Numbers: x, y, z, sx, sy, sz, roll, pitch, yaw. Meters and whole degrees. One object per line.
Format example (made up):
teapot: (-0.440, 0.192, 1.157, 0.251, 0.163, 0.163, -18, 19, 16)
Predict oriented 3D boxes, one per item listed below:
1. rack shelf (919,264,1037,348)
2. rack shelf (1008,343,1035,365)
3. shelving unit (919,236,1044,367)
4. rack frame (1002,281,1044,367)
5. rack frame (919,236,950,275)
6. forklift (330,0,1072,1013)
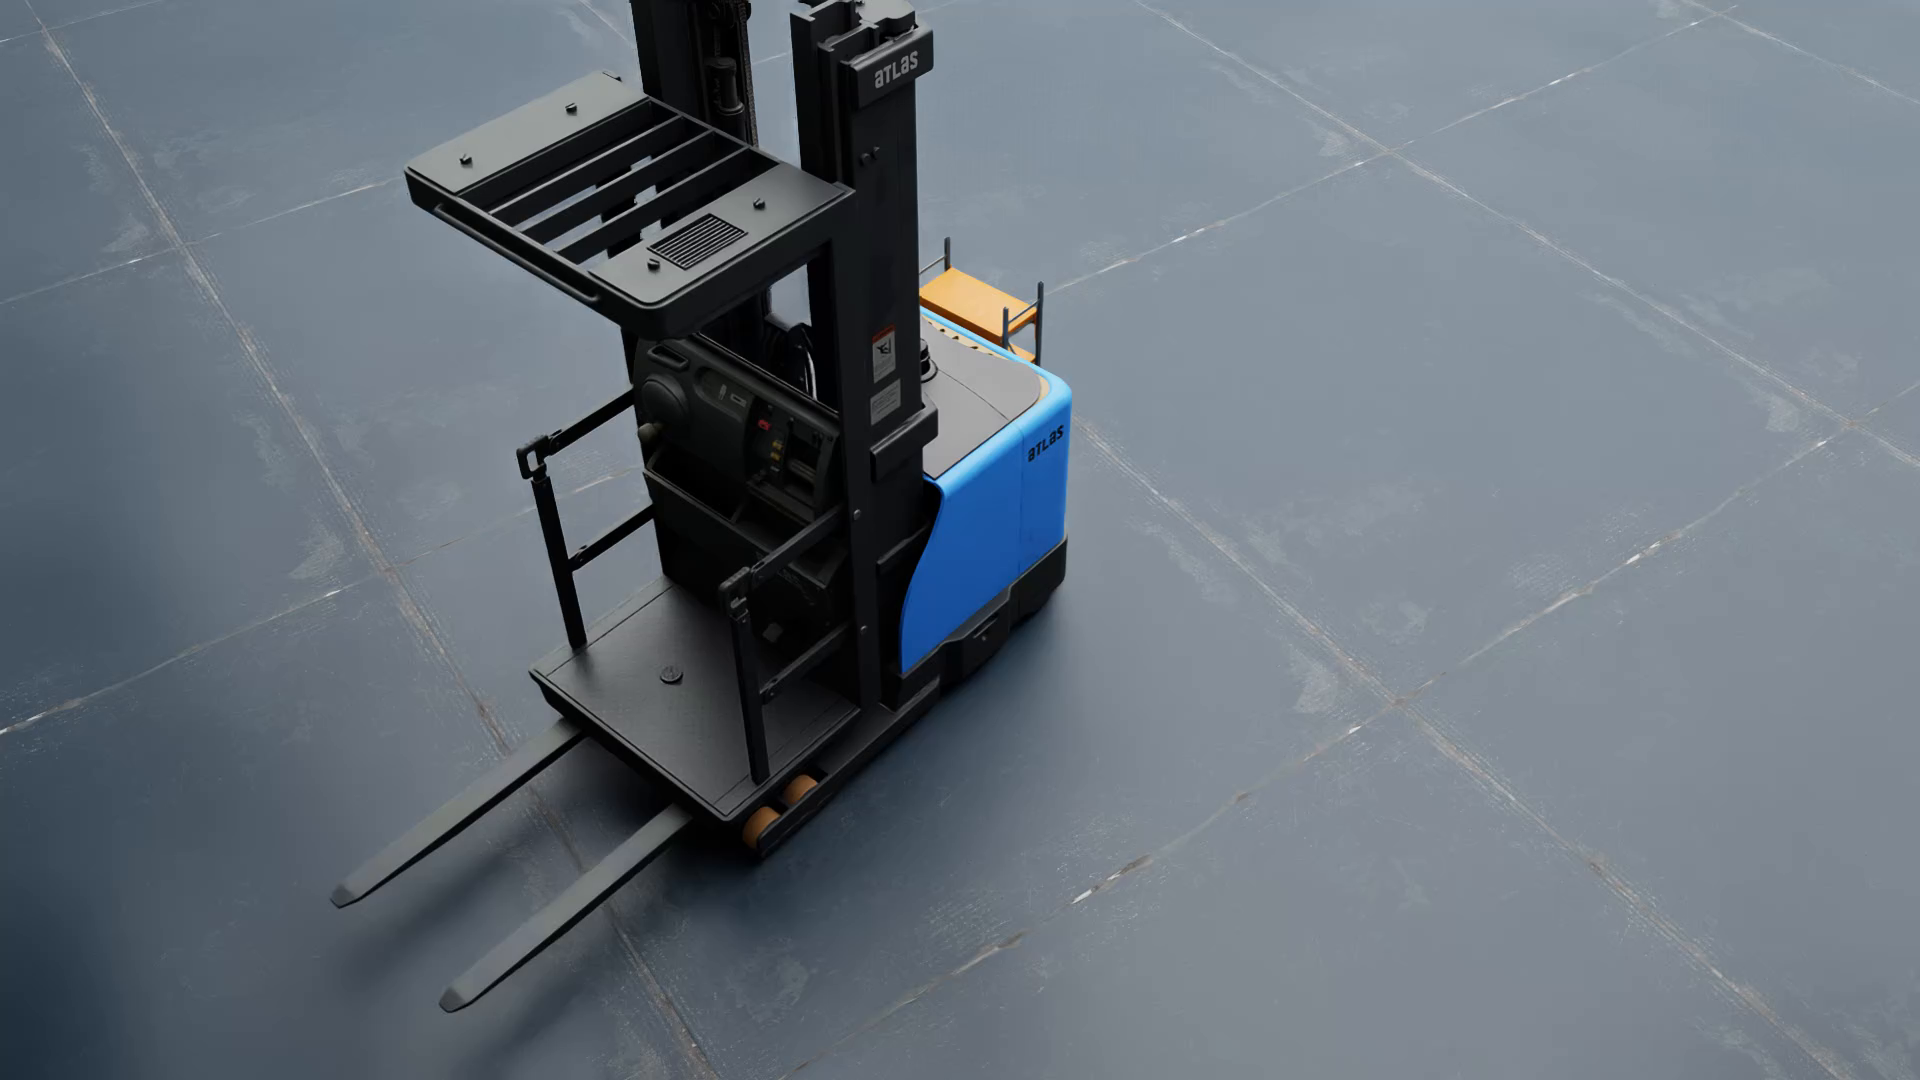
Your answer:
rack shelf: (0.063, -0.919, 6.766, 0.480, 0.148, 0.258, 30, 51, 28)
rack shelf: (0.063, -0.748, 6.929, 0.480, 0.148, 0.258, 30, 51, 28)
shelving unit: (0.063, -0.635, 7.037, 0.503, 1.200, 0.258, 30, 51, 28)
rack frame: (0.250, -0.526, 6.923, 0.015, 1.200, 0.240, 30, 51, 28)
rack frame: (-0.123, -0.744, 7.151, 0.015, 1.200, 0.240, 30, 51, 28)
forklift: (-0.901, -0.323, 5.456, 1.130, 2.935, 3.031, 31, 52, 28)
